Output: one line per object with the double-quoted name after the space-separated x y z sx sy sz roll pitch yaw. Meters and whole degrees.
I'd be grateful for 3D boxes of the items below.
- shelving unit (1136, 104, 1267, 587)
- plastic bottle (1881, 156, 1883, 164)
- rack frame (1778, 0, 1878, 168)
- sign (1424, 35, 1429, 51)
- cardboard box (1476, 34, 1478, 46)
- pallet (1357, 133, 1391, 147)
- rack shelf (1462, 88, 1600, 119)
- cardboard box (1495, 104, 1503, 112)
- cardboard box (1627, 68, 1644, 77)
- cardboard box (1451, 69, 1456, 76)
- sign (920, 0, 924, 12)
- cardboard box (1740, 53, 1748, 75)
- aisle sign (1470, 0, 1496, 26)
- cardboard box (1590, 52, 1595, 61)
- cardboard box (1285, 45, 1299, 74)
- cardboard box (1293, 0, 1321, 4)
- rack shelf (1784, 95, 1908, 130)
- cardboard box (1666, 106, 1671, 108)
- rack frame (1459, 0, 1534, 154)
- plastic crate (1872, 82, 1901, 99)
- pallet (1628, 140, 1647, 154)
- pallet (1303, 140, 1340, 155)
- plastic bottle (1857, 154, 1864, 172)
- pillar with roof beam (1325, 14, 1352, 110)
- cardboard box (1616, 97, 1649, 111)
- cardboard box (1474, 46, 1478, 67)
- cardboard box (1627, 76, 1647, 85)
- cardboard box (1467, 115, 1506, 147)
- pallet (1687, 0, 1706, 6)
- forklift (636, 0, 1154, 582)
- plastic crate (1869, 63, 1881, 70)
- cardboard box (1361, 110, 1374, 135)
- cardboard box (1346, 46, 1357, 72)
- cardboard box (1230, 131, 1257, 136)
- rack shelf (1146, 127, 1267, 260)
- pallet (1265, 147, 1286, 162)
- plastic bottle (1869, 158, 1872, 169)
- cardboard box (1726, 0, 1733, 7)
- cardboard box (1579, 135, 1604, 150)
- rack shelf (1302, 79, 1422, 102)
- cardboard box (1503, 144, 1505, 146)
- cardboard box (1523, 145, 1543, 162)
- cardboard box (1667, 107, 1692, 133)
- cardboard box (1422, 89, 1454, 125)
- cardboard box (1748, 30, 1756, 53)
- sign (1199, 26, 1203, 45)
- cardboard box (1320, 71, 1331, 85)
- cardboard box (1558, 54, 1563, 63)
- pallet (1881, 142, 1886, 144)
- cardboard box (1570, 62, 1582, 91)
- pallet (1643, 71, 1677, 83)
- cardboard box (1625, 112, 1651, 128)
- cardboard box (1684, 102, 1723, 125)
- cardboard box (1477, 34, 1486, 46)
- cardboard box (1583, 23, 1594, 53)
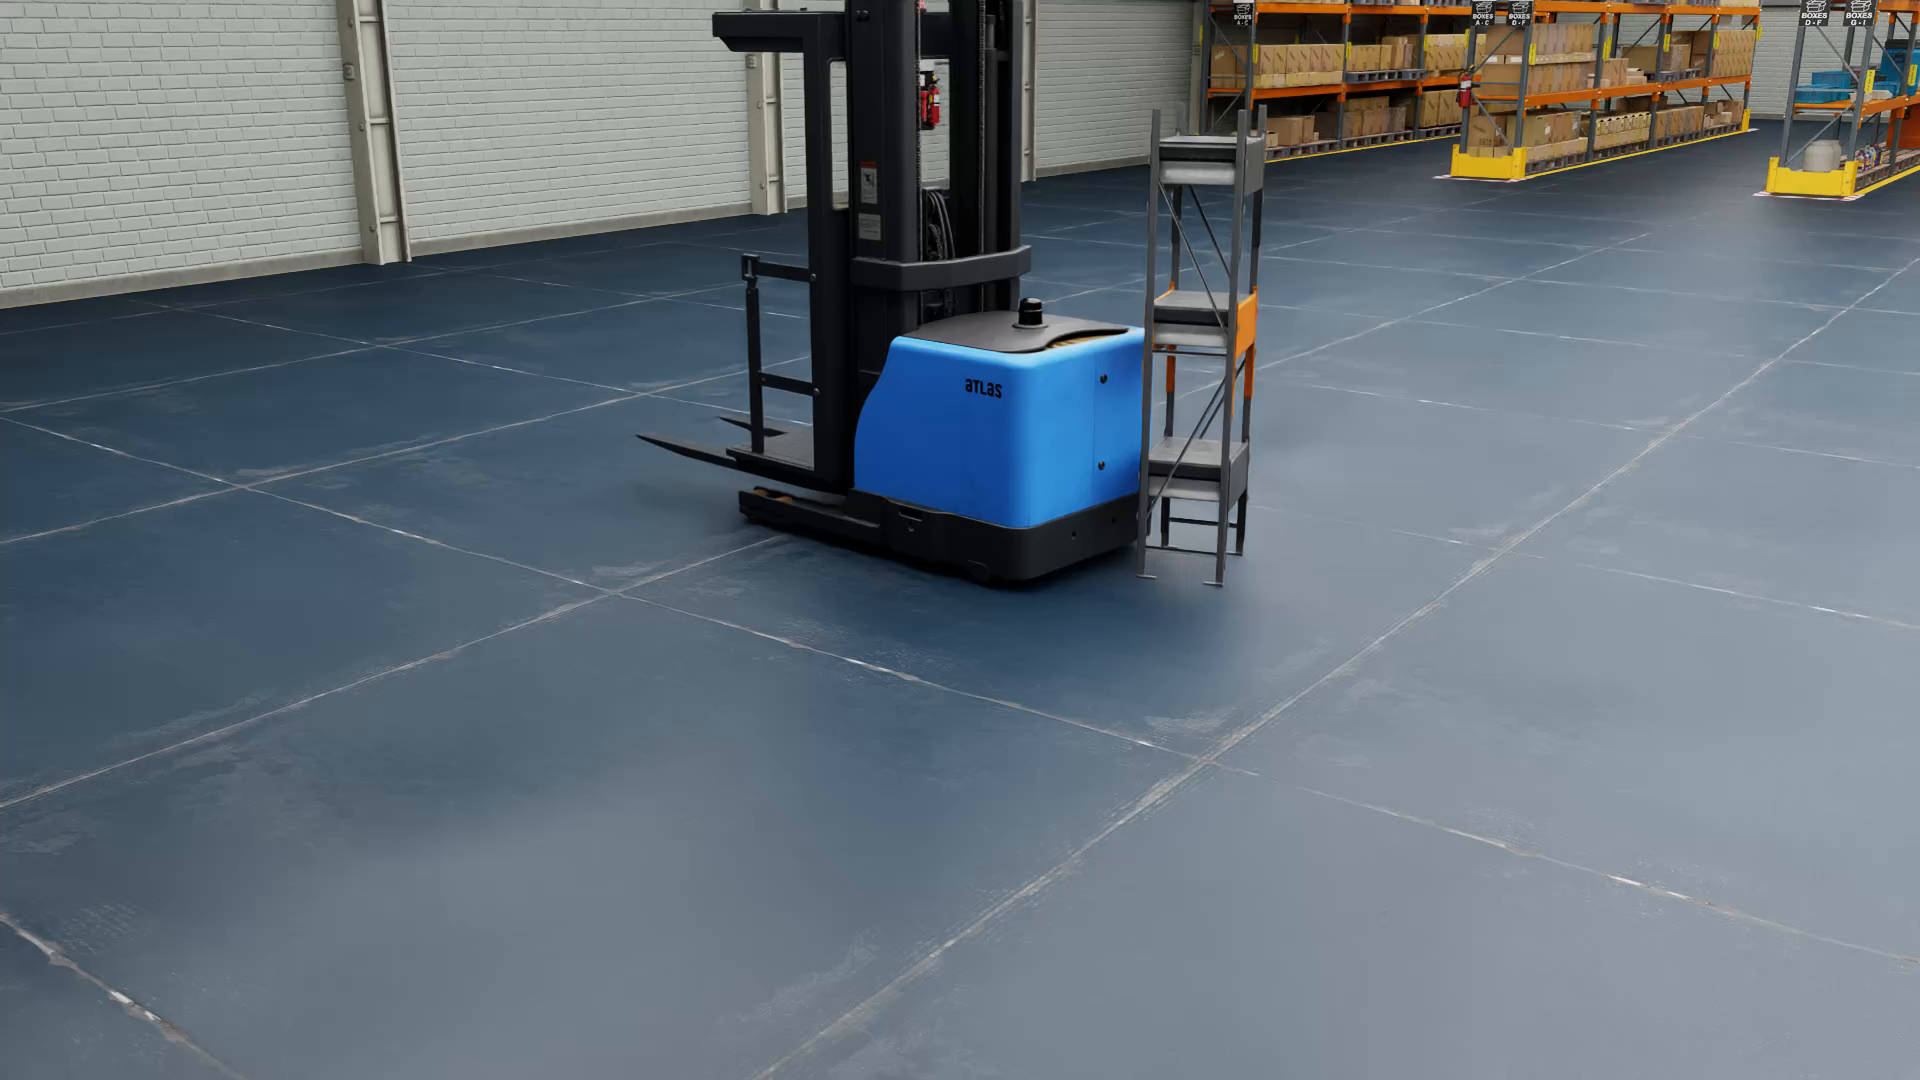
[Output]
1.091 -0.880 7.537 0.431 2.100 0.503 6 18 19 "shelving unit"
15.222 -6.325 27.531 0.097 0.201 0.097 0 17 0 "plastic bottle"
12.805 -6.640 24.569 1.000 3.000 0.127 12 21 35 "rack frame"
10.056 -10.718 35.881 0.100 0.325 0.005 12 21 35 "sign"
11.613 -11.530 38.347 0.500 0.250 0.500 13 21 36 "cardboard box"
8.421 -8.490 35.226 1.003 0.211 1.213 12 21 35 "pallet"
10.020 -7.649 29.031 1.077 0.370 4.000 12 21 35 "rack shelf"
12.828 -10.535 40.617 0.700 0.500 0.500 12 21 34 "cardboard box"
13.344 -9.301 33.286 0.500 0.311 0.500 14 22 38 "cardboard box"
11.064 -10.652 37.878 0.380 0.149 0.250 13 22 36 "cardboard box"
-0.592 -7.822 24.467 0.001 0.298 0.199 12 21 35 "sign"
18.007 -11.096 38.749 0.500 0.500 0.500 13 21 35 "cardboard box"
8.554 -8.794 27.122 0.394 0.787 0.004 12 21 35 "aisle sign"
11.222 -8.724 30.017 0.380 0.149 0.250 12 21 35 "cardboard box"
5.989 -8.986 31.076 0.500 0.500 0.500 12 21 33 "cardboard box"
6.518 -10.413 31.457 0.500 0.500 0.500 11 21 33 "cardboard box"
13.996 -6.773 26.210 1.077 0.370 4.000 12 21 35 "rack shelf"
15.186 -9.190 36.252 0.500 0.500 0.500 13 21 35 "cardboard box"
8.829 -7.517 27.391 1.000 3.000 0.127 12 21 35 "rack frame"
14.747 -7.211 26.656 0.499 0.251 0.616 12 21 35 "plastic crate"
13.074 -7.901 33.331 1.003 0.211 1.213 12 21 35 "pallet"
6.860 -7.846 33.153 1.003 0.211 1.213 12 21 35 "pallet"
14.135 -5.924 26.122 0.097 0.271 0.097 0 17 0 "plastic bottle"
11.603 -12.244 32.498 9.100 9.000 0.400 12 21 35 "pillar with roof beam"
13.994 -9.075 34.617 0.500 0.250 0.500 13 22 37 "cardboard box"
11.630 -11.171 38.454 0.500 0.500 0.500 13 21 35 "cardboard box"
13.281 -9.039 32.717 0.380 0.149 0.250 12 21 35 "cardboard box"
8.909 -6.942 28.206 0.500 0.500 0.500 12 21 35 "cardboard box"
14.918 -11.327 34.920 1.213 0.211 1.003 12 21 35 "pallet"
-0.498 -1.556 8.313 3.031 2.935 1.130 15 23 40 "forklift"
16.363 -8.246 29.630 0.402 0.464 0.583 12 21 35 "plastic crate"
8.261 -8.785 34.947 0.700 0.500 0.500 13 21 35 "cardboard box"
7.562 -9.717 33.565 0.700 0.500 0.500 12 21 35 "cardboard box"
5.333 -7.466 31.020 0.500 0.311 0.500 10 20 29 "cardboard box"
1.091 -1.536 7.334 0.431 0.518 0.480 6 18 19 "rack shelf"
5.406 -7.265 31.281 1.003 0.211 1.213 12 21 35 "pallet"
14.580 -6.069 26.706 0.097 0.201 0.097 0 17 0 "plastic bottle"
16.768 -11.926 36.785 0.500 0.250 0.500 12 21 35 "cardboard box"
11.651 -7.409 30.973 0.500 0.250 0.500 12 21 33 "cardboard box"
8.423 -9.477 34.915 1.077 0.370 4.000 12 21 35 "rack shelf"
9.199 -6.705 28.706 0.500 0.250 0.500 12 21 35 "cardboard box"
9.622 -6.612 28.407 0.500 0.250 0.500 12 21 35 "cardboard box"
15.314 -8.987 35.600 0.500 0.500 0.500 13 21 35 "cardboard box"
10.685 -9.830 37.757 0.750 0.750 0.750 12 21 34 "cardboard box"
18.318 -11.698 39.001 0.500 0.500 0.500 12 21 34 "cardboard box"
4.414 -9.198 30.319 0.100 0.325 0.005 12 21 35 "sign"
6.889 -8.998 32.381 0.500 0.250 0.500 13 21 35 "cardboard box"
10.152 -8.295 28.637 0.380 0.149 0.250 13 21 35 "cardboard box"
18.735 -7.699 32.679 1.003 0.211 1.213 12 21 35 "pallet"
10.644 -8.283 29.692 0.700 0.500 0.500 12 21 34 "cardboard box"
13.943 -9.504 34.115 1.213 0.211 1.003 12 21 35 "pallet"
13.481 -8.409 33.247 0.500 0.311 0.500 13 22 36 "cardboard box"
17.094 -9.841 38.343 0.797 0.503 0.637 12 21 35 "cardboard box"
11.925 -11.650 38.733 0.500 0.250 0.500 13 22 36 "cardboard box"
10.953 -9.030 29.907 0.700 0.500 0.500 13 21 35 "cardboard box"
